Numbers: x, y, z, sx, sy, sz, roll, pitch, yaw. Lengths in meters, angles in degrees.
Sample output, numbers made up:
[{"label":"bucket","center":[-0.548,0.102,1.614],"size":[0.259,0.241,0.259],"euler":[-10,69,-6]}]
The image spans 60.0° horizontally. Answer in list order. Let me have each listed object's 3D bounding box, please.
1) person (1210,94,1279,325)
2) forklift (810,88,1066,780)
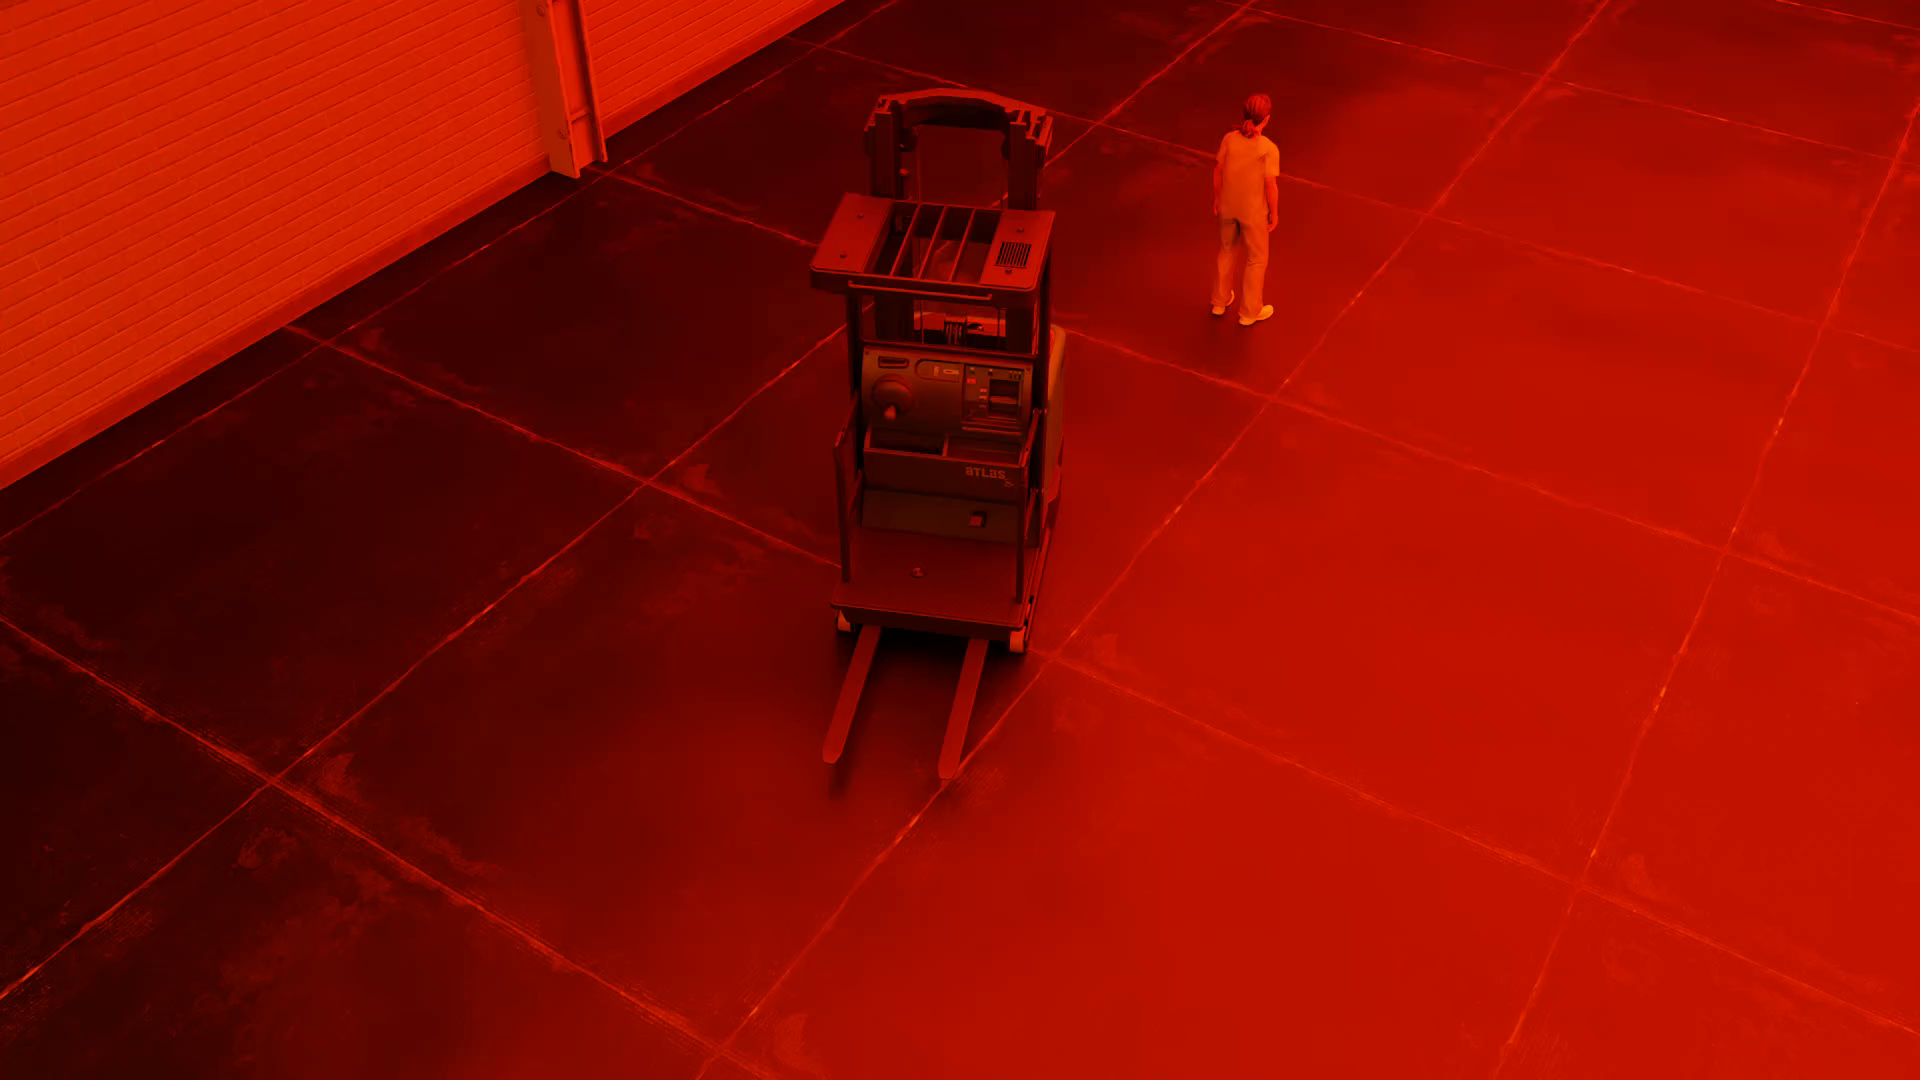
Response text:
[{"label":"person","center":[2.007,-2.318,11.676],"size":[0.515,1.672,0.360],"euler":[25,46,27]},{"label":"forklift","center":[-0.108,-0.731,8.830],"size":[1.130,2.935,3.031],"euler":[7,41,8]}]
